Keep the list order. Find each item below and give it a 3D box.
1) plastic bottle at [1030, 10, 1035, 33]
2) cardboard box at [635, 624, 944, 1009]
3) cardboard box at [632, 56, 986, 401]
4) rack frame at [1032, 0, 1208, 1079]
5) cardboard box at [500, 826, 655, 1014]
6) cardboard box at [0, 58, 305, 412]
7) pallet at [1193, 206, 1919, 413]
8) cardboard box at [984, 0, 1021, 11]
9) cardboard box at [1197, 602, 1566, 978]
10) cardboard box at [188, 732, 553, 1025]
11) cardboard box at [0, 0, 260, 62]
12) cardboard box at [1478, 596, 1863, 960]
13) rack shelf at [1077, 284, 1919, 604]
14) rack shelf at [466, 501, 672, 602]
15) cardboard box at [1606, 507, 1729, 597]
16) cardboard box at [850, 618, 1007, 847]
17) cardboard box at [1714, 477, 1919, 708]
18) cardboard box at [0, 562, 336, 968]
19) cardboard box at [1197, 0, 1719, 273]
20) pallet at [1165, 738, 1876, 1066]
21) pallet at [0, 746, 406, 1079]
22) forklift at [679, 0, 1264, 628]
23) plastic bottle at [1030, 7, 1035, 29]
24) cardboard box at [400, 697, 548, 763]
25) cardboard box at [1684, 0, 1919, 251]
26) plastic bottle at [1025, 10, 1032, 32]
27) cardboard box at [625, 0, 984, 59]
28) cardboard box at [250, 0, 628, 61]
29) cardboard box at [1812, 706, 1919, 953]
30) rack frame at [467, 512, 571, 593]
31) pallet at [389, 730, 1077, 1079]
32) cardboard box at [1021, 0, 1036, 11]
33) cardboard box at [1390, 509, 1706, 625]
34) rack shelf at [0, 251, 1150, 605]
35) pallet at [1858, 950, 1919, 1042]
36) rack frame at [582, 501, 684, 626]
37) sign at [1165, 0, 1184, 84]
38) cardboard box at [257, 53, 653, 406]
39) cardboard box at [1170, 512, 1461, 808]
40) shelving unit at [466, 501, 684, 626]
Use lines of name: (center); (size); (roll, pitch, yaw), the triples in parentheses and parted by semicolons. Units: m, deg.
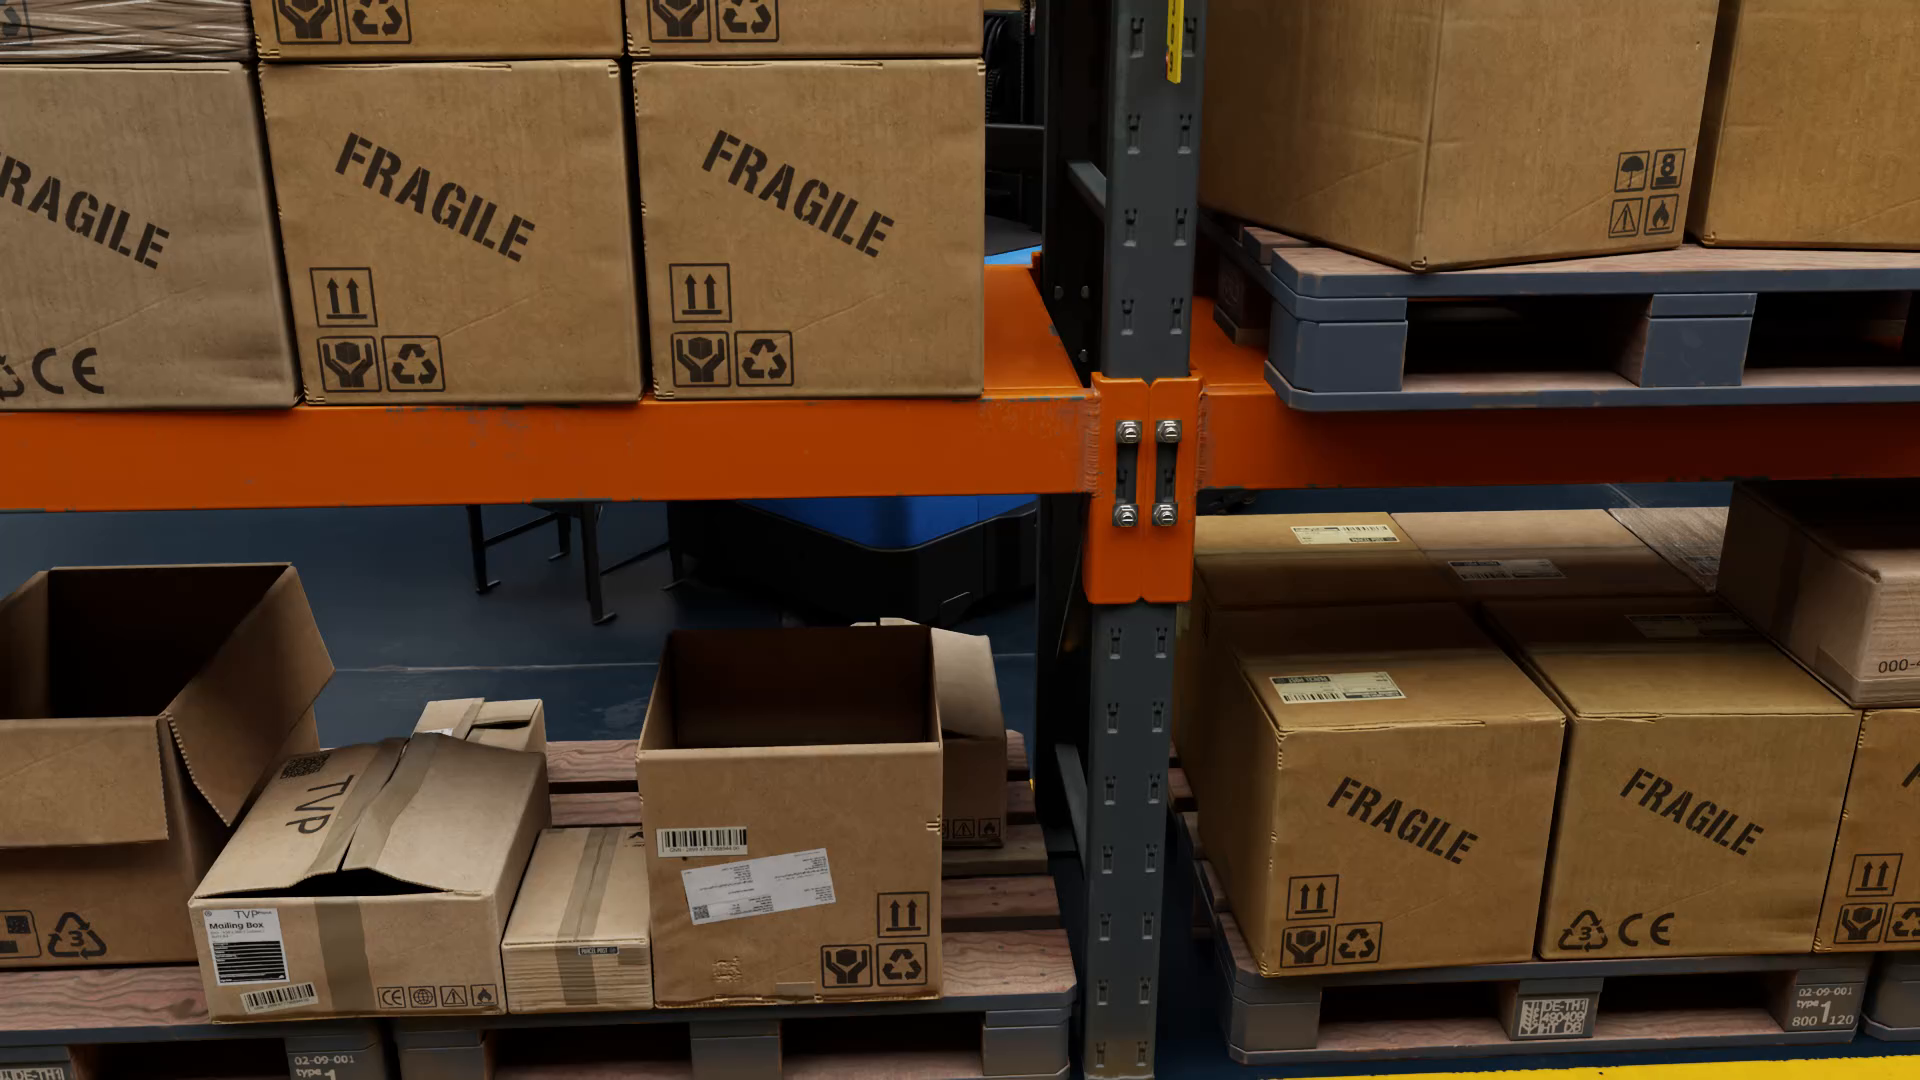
plastic bottle: (0.373, -2.150, 7.217); (0.133, 0.283, 0.061); (-1, 21, -3)
cardboard box: (-0.291, 0.486, 3.024); (0.500, 0.500, 0.500); (-1, 21, -3)
cardboard box: (-0.223, -0.534, 2.669); (0.500, 0.500, 0.500); (-1, 21, -2)
rack frame: (0.261, -0.589, 2.952); (0.127, 3.000, 1.000); (-1, 21, -3)
cardboard box: (-0.662, 0.679, 3.010); (0.250, 0.149, 0.380); (-1, 21, -3)
cardboard box: (-1.250, -0.512, 2.610); (0.500, 0.500, 0.500); (-1, 21, -2)
pallet: (1.065, -0.477, 2.927); (1.213, 0.211, 1.003); (-1, 21, -3)
cardboard box: (0.173, -4.075, 11.969); (0.500, 0.500, 0.500); (-1, 21, -3)
cardboard box: (0.758, 0.450, 3.117); (0.500, 0.500, 0.500); (-2, 21, -5)
cardboard box: (-1.040, 0.590, 3.017); (0.500, 0.311, 0.500); (-1, 21, -3)
cardboard box: (-1.243, -0.979, 2.432); (0.500, 0.500, 0.500); (-1, 21, -3)
cardboard box: (1.290, 0.436, 3.156); (0.500, 0.500, 0.500); (-1, 21, -2)
rack shelf: (2.258, -0.293, 3.187); (4.000, 0.370, 1.077); (-1, 21, -3)
rack shelf: (-1.192, -0.165, 5.108); (0.480, 0.518, 0.431); (12, 24, 30)
cardboard box: (1.732, 0.245, 3.658); (0.500, 0.500, 0.500); (-1, 21, -2)
cardboard box: (-0.170, 0.394, 3.532); (0.500, 0.311, 0.500); (-1, 21, -3)
cardboard box: (1.757, 0.080, 3.037); (0.500, 0.250, 0.500); (-1, 21, -3)
cardboard box: (-1.614, 0.412, 3.213); (0.637, 0.503, 0.797); (-1, 21, -3)
cardboard box: (0.747, -0.762, 2.676); (0.500, 0.500, 0.700); (-9, 22, -21)
pallet: (1.071, 0.684, 3.527); (1.213, 0.211, 1.003); (-1, 21, -3)
pallet: (-1.645, 0.754, 3.345); (1.213, 0.211, 1.003); (-1, 21, -3)
forklift: (0.453, -1.553, 5.582); (1.130, 2.935, 3.031); (18, 27, 39)
plastic bottle: (0.393, -2.218, 7.302); (0.185, 0.351, 0.144); (-1, 21, -3)
cardboard box: (-1.033, 0.482, 3.502); (0.250, 0.166, 0.380); (-1, 21, -3)
cardboard box: (1.430, -0.799, 2.772); (0.500, 0.500, 0.700); (2, 21, 6)
plastic bottle: (0.357, -2.414, 7.919); (0.135, 0.276, 0.152); (-1, 21, -3)
cardboard box: (-0.229, -1.001, 2.488); (0.500, 0.500, 0.500); (-1, 21, -3)
cardboard box: (-0.740, -0.989, 2.458); (0.500, 0.500, 0.500); (-2, 21, -4)
cardboard box: (1.789, 0.428, 3.176); (0.500, 0.500, 0.500); (-1, 21, -2)
rack frame: (-1.399, -0.877, 4.974); (0.015, 2.100, 0.400); (12, 24, 30)
pallet: (-0.424, 0.728, 3.413); (1.213, 0.211, 1.003); (-1, 21, -3)
cardboard box: (0.675, -4.086, 11.997); (0.500, 0.500, 0.500); (-1, 21, -3)
cardboard box: (1.232, 0.255, 3.631); (0.500, 0.500, 0.500); (-1, 21, -3)
rack shelf: (-1.735, -0.212, 2.974); (4.000, 0.370, 1.077); (-1, 21, -3)
pallet: (2.292, 0.658, 3.595); (1.213, 0.211, 1.003); (-1, 21, -3)
rack frame: (-0.984, -0.786, 4.734); (0.015, 2.100, 0.400); (12, 24, 30)
sign: (0.300, -0.801, 2.292); (0.005, 0.325, 0.100); (-1, 21, -3)
cardboard box: (-0.738, -0.524, 2.640); (0.500, 0.500, 0.500); (-1, 21, -2)
cardboard box: (0.738, 0.262, 3.613); (0.500, 0.500, 0.500); (-1, 21, -3)
shelving unit: (-1.192, -0.832, 4.854); (0.503, 2.100, 0.431); (12, 24, 30)
